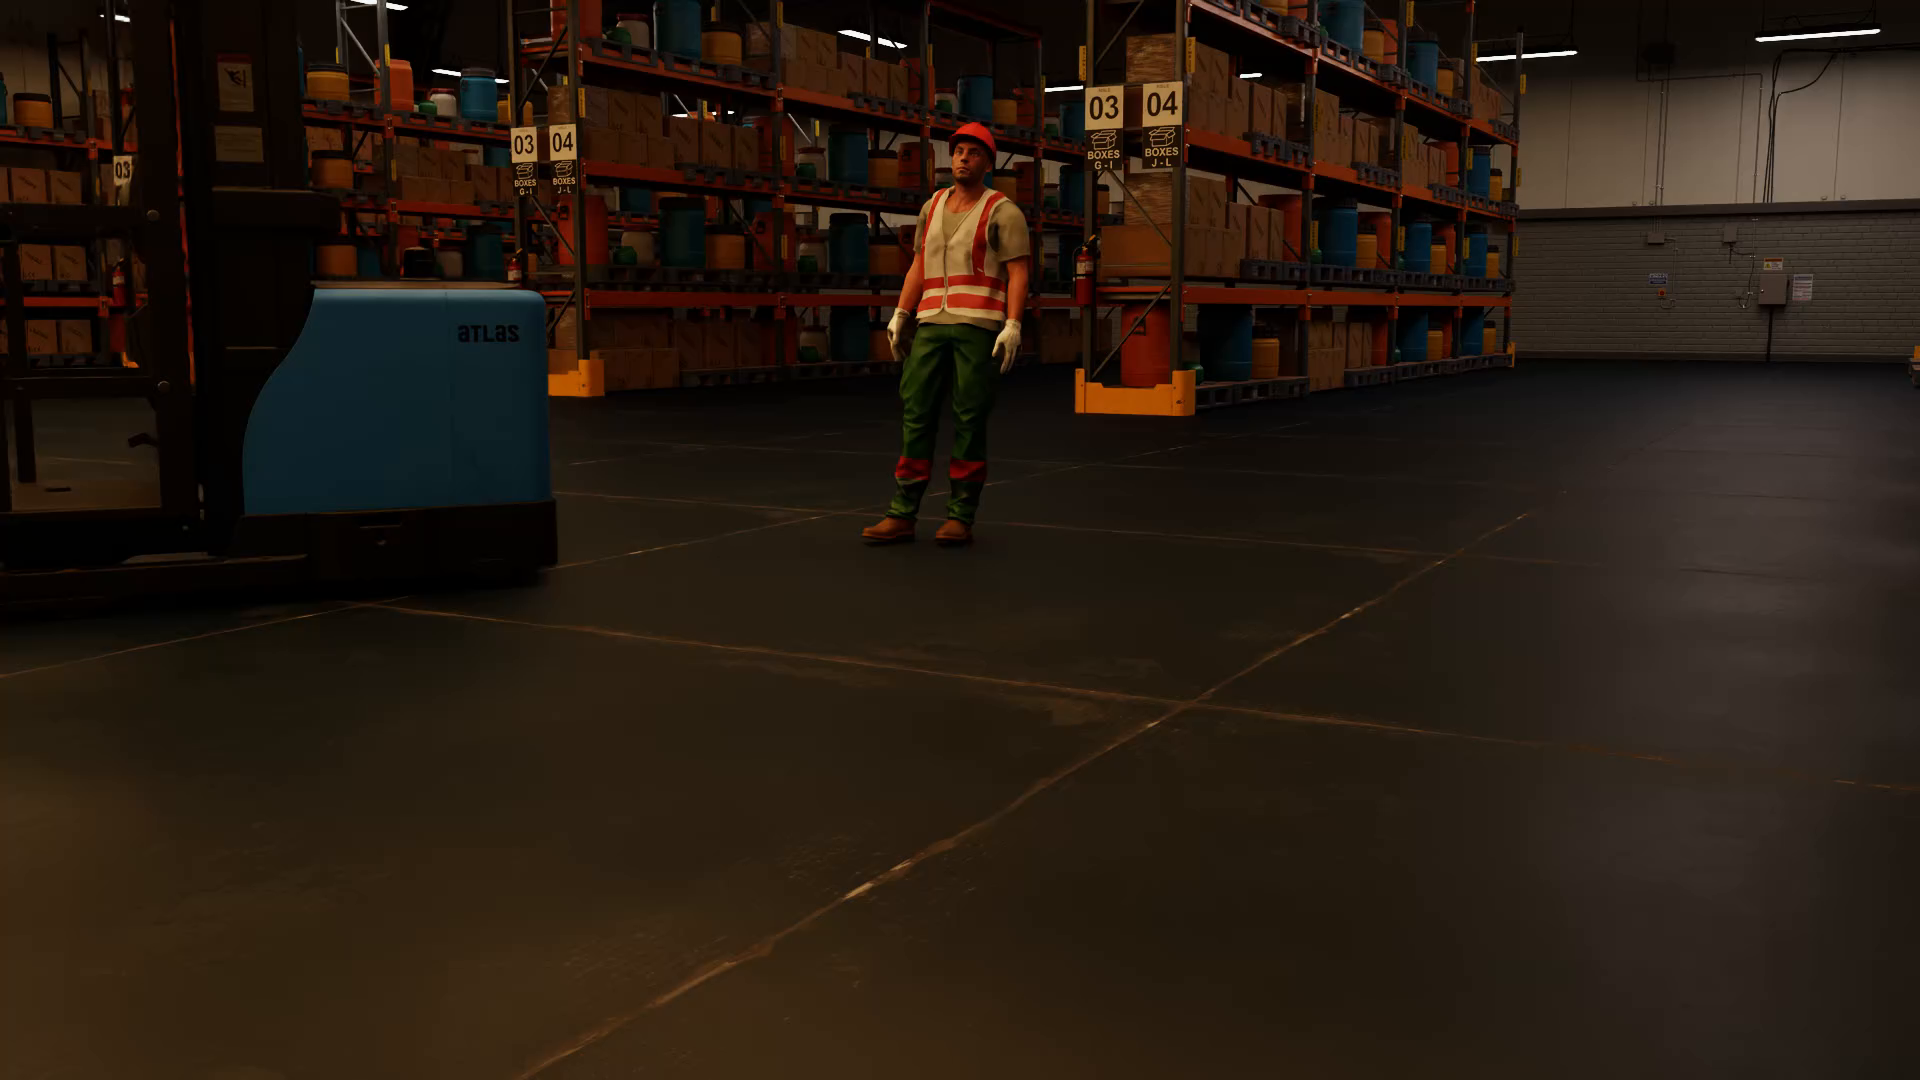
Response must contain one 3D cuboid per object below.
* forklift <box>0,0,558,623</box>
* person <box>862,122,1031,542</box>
[{"bbox_3d":[-3.052,-1.265,5.757,3.031,2.935,1.130,-4,9,-25],"label":"forklift"},{"bbox_3d":[-0.049,-0.884,7.126,0.638,1.789,0.562,4,9,29],"label":"person"}]
